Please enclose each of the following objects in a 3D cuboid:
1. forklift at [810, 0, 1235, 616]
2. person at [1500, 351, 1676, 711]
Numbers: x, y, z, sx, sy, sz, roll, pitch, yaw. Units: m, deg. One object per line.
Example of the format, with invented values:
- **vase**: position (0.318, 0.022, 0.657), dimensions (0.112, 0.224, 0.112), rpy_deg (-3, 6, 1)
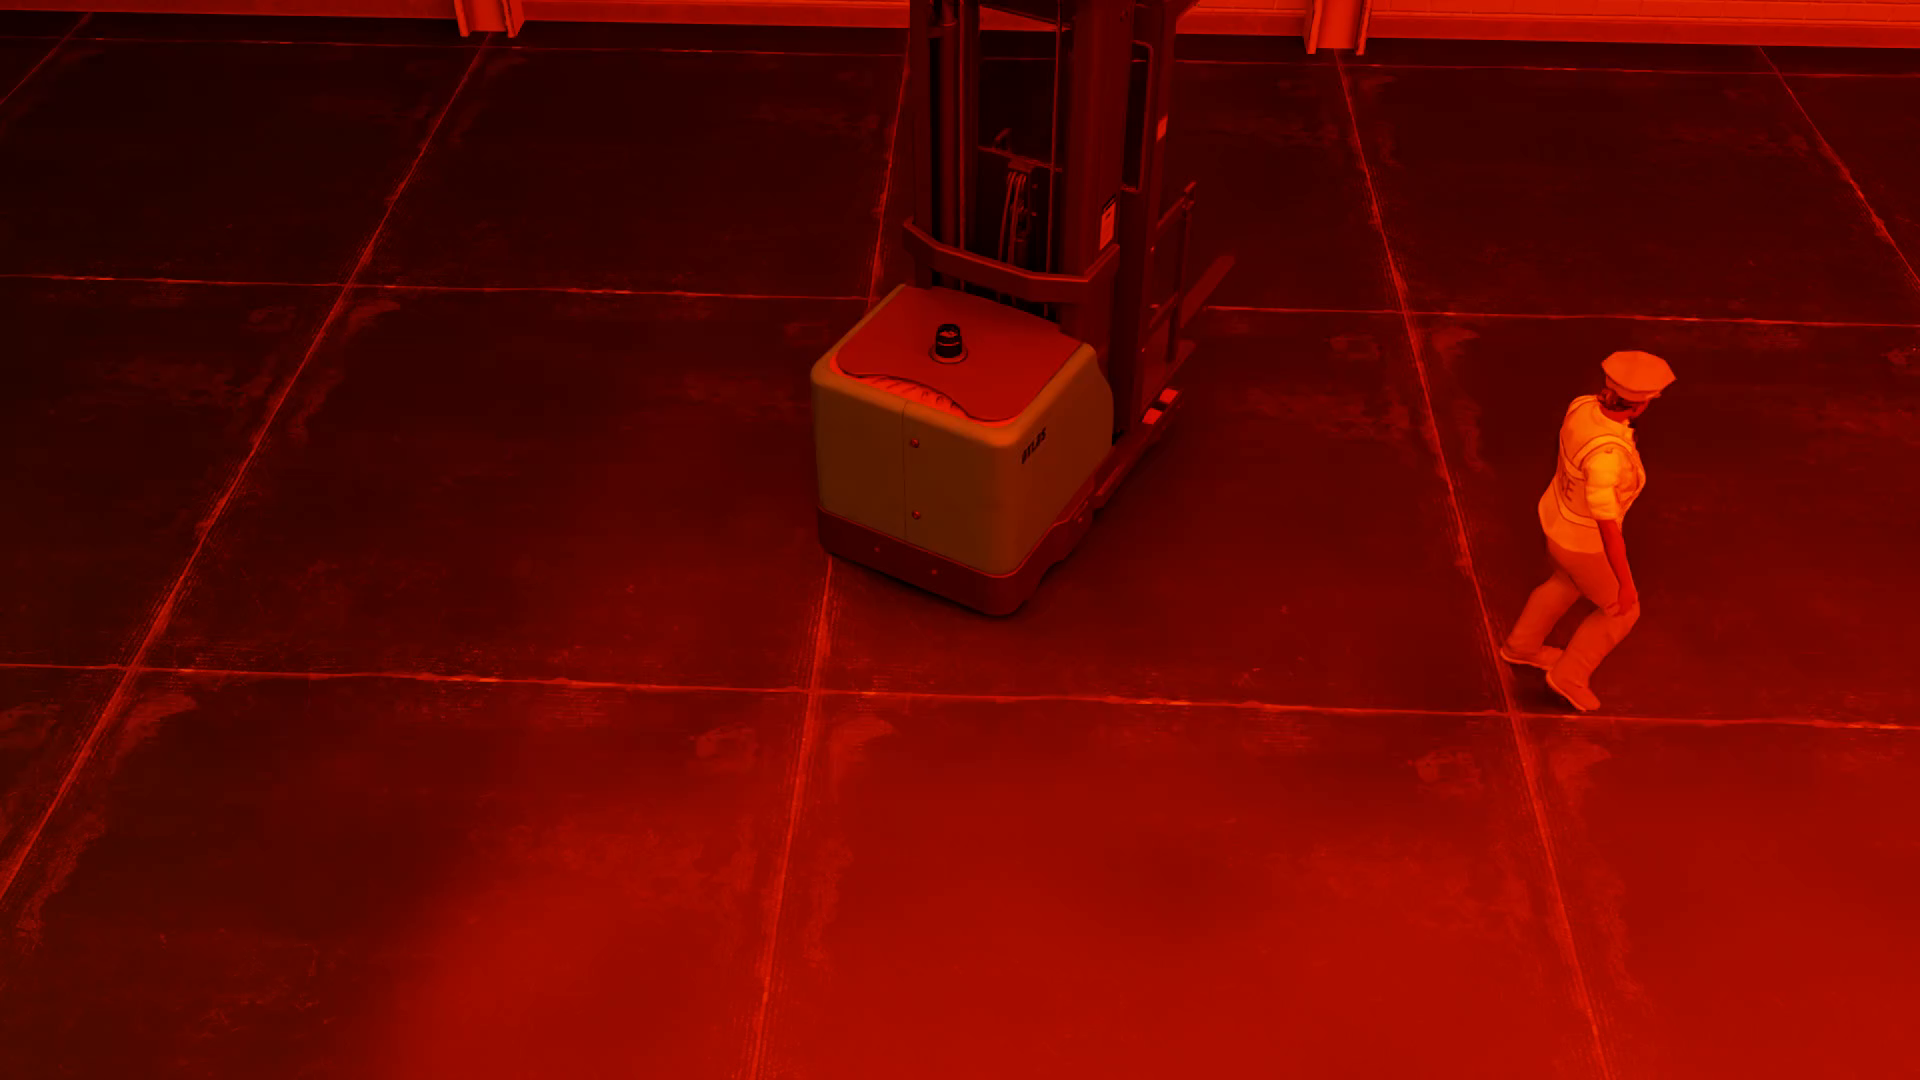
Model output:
- **forklift**: position (0.503, -1.725, 7.632), dimensions (1.130, 2.935, 3.031), rpy_deg (21, 46, 21)
- **person**: position (2.574, -0.025, 6.765), dimensions (0.459, 1.682, 0.834), rpy_deg (5, 43, 6)
